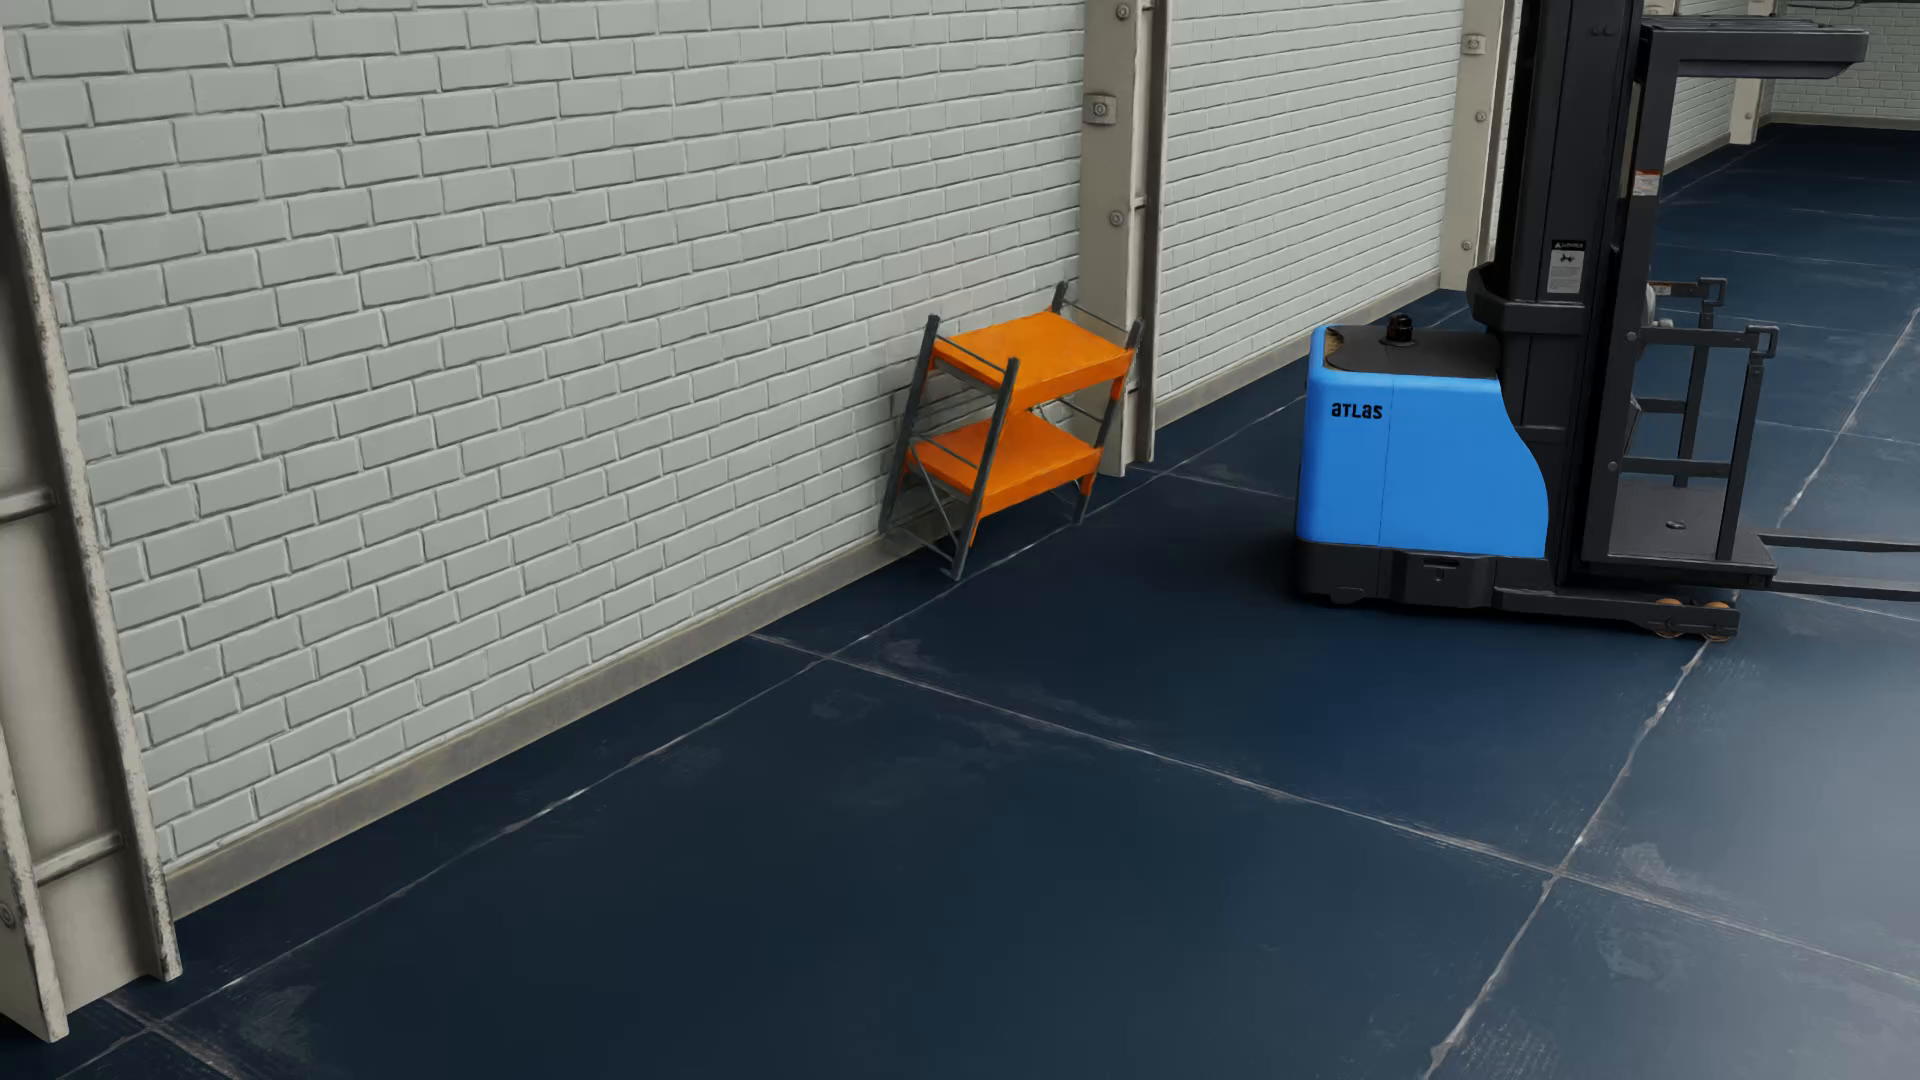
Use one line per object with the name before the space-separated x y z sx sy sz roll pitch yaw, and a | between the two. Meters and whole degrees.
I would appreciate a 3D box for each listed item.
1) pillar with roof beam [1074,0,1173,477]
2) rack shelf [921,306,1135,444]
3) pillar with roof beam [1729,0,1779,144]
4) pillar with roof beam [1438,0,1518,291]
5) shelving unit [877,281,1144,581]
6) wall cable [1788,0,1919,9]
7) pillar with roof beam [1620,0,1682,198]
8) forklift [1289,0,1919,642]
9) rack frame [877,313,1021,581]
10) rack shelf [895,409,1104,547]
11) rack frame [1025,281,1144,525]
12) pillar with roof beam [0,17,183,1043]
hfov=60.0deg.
pillar with roof beam | 4.431 -3.813 5.601 9.100 9.000 0.400 13 24 32
rack shelf | 0.307 -0.787 7.750 0.538 0.278 1.000 31 32 27
pillar with roof beam | 14.550 -8.977 19.563 9.100 9.000 0.400 13 24 32
pillar with roof beam | 7.804 -5.534 10.255 9.100 9.000 0.400 13 24 32
shelving unit | 0.239 -0.539 7.890 0.538 1.125 1.048 31 32 27
wall cable | 13.739 -8.948 23.959 3.097 2.526 0.112 13 24 32
pillar with roof beam | 11.177 -7.256 14.909 9.100 9.000 0.400 13 24 32
forklift | 3.062 -1.142 7.128 3.031 2.935 1.130 4 21 12
rack frame | -0.068 -0.407 7.507 0.500 1.125 0.032 31 32 27
rack shelf | 0.183 -0.332 8.007 0.538 0.278 1.000 31 32 27
rack frame | 0.547 -0.670 8.273 0.500 1.125 0.032 31 32 27
pillar with roof beam | 1.059 -2.091 0.947 9.100 9.000 0.400 13 24 32
